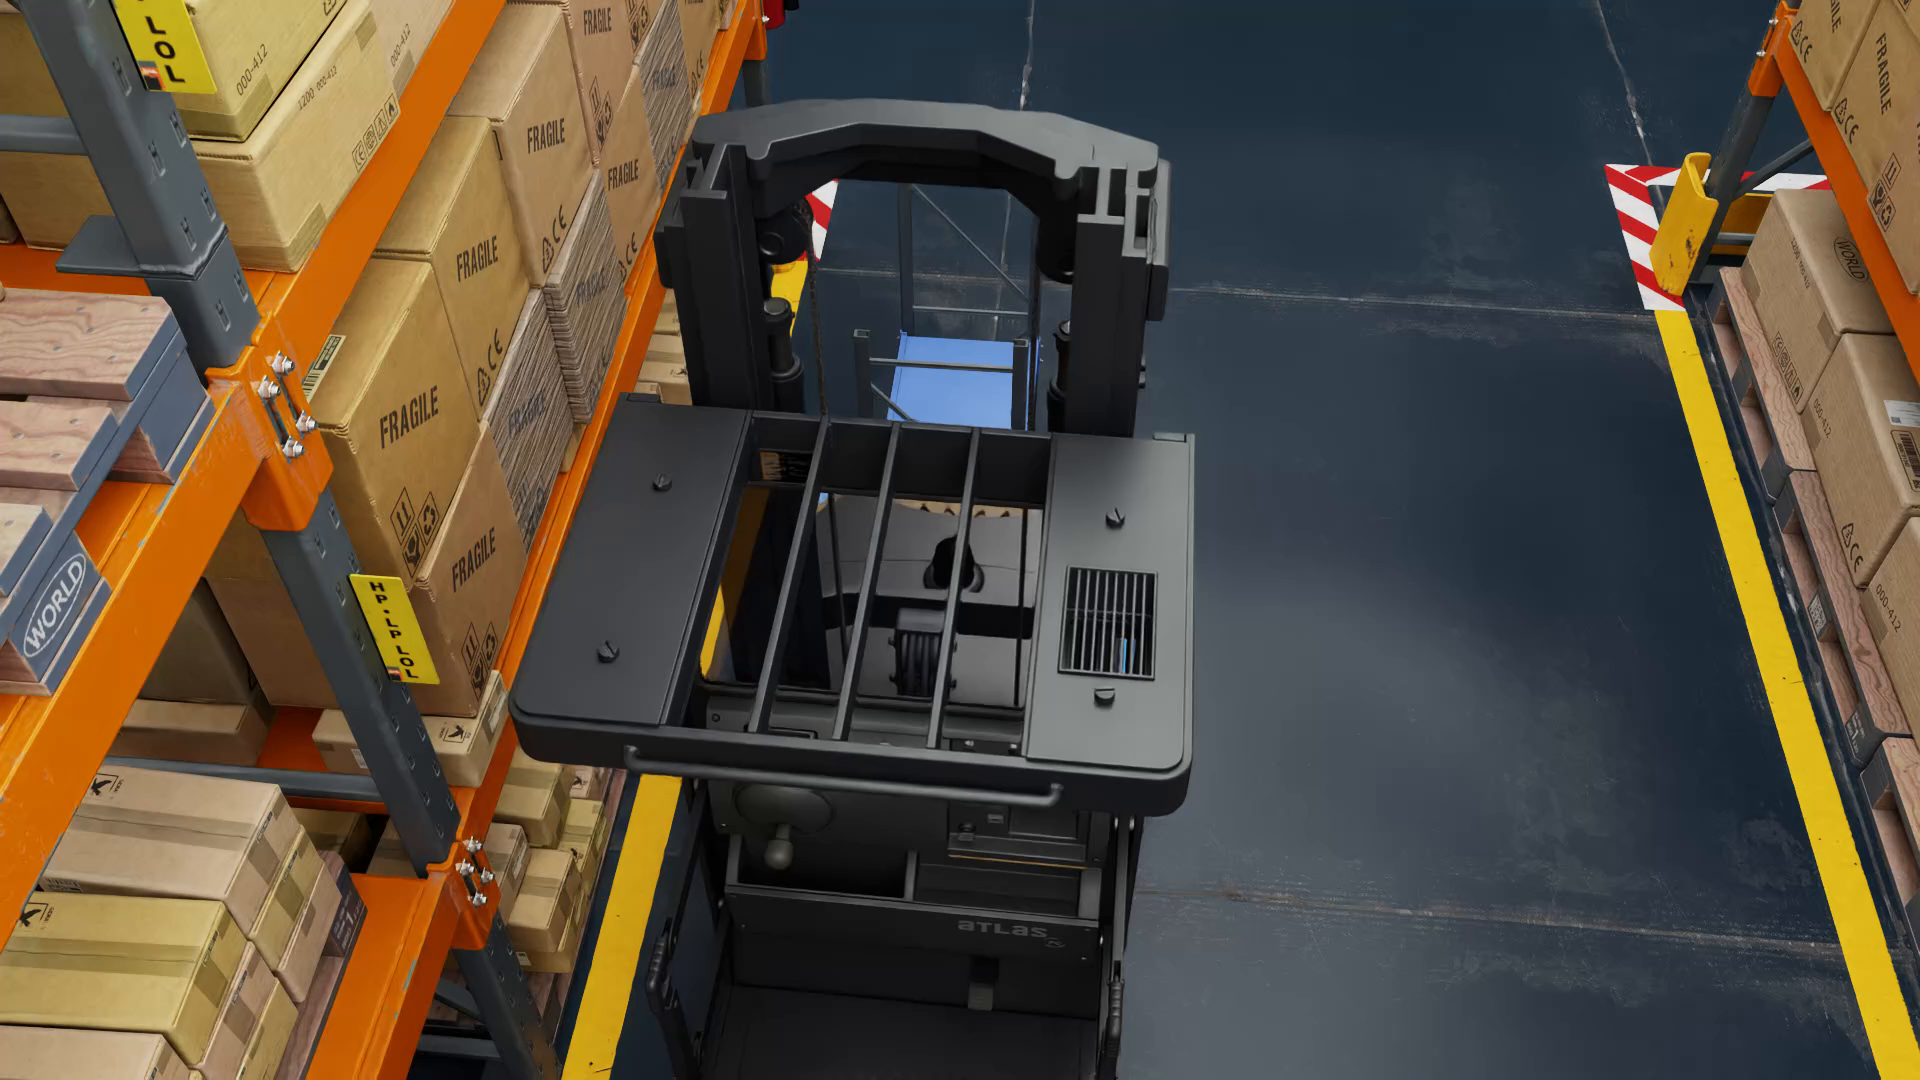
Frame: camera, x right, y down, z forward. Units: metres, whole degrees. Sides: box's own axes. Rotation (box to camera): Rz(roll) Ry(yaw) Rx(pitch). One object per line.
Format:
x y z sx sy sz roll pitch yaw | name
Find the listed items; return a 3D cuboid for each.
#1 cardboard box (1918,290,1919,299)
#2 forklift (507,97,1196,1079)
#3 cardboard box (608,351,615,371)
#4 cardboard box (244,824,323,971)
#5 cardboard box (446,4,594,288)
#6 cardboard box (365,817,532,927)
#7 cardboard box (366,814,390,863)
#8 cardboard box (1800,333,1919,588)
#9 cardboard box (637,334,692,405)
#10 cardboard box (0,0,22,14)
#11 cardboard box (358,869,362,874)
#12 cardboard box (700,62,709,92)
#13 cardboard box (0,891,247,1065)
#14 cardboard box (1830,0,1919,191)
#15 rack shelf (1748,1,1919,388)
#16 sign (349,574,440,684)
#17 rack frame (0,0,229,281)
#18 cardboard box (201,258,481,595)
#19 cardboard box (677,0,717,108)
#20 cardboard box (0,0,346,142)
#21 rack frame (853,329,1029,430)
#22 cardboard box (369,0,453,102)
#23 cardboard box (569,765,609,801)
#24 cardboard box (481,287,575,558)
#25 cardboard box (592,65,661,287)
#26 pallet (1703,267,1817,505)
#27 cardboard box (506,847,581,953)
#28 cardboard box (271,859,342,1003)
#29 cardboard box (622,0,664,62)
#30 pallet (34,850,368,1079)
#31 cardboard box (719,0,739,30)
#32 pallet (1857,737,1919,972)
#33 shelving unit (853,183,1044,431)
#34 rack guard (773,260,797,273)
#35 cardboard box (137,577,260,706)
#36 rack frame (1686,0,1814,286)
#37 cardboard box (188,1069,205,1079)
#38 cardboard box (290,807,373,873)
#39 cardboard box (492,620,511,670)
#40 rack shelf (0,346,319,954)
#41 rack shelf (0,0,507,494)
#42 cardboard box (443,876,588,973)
3.201 -0.730 4.817 0.500 0.500 0.500 5 48 5 | cardboard box
-0.136 0.680 3.641 1.130 2.935 3.031 5 48 4 | forklift
-1.238 -0.537 4.879 0.380 0.149 0.250 6 48 5 | cardboard box
-1.501 0.684 3.276 0.380 0.149 0.250 5 48 5 | cardboard box
-1.269 -1.002 4.186 0.500 0.500 0.500 5 48 4 | cardboard box
-1.424 0.916 4.624 0.380 0.149 0.250 6 48 5 | cardboard box
-1.858 0.859 5.079 0.380 0.149 0.250 5 48 5 | cardboard box
3.606 -0.258 5.905 0.875 0.438 0.875 5 48 5 | cardboard box
-1.126 -0.612 6.021 0.380 0.149 0.250 5 48 5 | cardboard box
-1.394 -0.927 2.525 0.380 0.149 0.250 3 48 3 | cardboard box
-1.949 1.002 4.746 0.380 0.149 0.250 5 48 4 | cardboard box
-1.113 -1.695 5.938 0.380 0.149 0.250 3 48 3 | cardboard box
-1.527 0.783 2.983 0.380 0.149 0.250 3 48 2 | cardboard box
3.294 -1.472 5.496 0.500 0.500 0.500 3 48 3 | cardboard box
3.460 -0.433 5.101 1.077 0.370 4.000 4 48 4 | rack shelf
-1.108 0.179 3.269 0.100 0.325 0.005 4 48 4 | sign
-1.661 -1.489 1.514 1.000 3.000 0.127 4 48 4 | rack frame
-1.377 -0.251 3.500 0.500 0.500 0.500 5 48 4 | cardboard box
-1.133 -1.813 5.606 0.500 0.500 0.500 3 48 3 | cardboard box
-1.378 -0.933 2.800 0.500 0.250 0.500 5 48 5 | cardboard box
-0.054 -0.070 5.298 0.500 1.500 0.032 4 48 4 | rack frame
-1.320 -1.118 3.308 0.500 0.250 0.500 3 48 3 | cardboard box
-1.313 0.728 5.199 0.380 0.149 0.250 4 48 3 | cardboard box
-1.327 -0.310 4.231 0.500 0.500 0.500 4 48 4 | cardboard box
-1.226 -1.074 4.930 0.500 0.500 0.500 6 48 5 | cardboard box
3.647 -0.611 6.666 1.003 0.211 1.213 4 48 4 | pallet
-1.310 1.010 4.739 0.380 0.149 0.250 6 48 5 | cardboard box
-1.500 0.784 3.386 0.380 0.149 0.250 3 48 3 | cardboard box
-1.175 -1.768 4.887 0.500 0.500 0.500 6 48 5 | cardboard box
-1.876 1.152 3.294 1.003 0.211 1.213 4 48 4 | pallet
-1.045 -2.061 6.272 0.380 0.149 0.250 4 48 4 | cardboard box
3.425 1.182 5.026 1.003 0.211 1.213 4 48 4 | pallet
-0.008 -0.443 5.639 0.538 1.500 1.048 4 48 4 | shelving unit
-1.304 -1.505 7.287 1.175 0.500 0.348 4 48 4 | rack guard
-1.899 0.027 3.923 0.500 0.500 0.500 4 48 4 | cardboard box
3.642 -2.145 6.179 1.000 3.000 0.127 4 48 4 | rack frame
-1.549 1.059 2.932 0.380 0.149 0.250 6 48 5 | cardboard box
-1.888 0.876 4.660 0.380 0.149 0.250 5 48 5 | cardboard box
-1.360 0.239 4.169 0.380 0.149 0.250 5 48 5 | cardboard box
-1.844 1.235 1.542 1.077 0.370 4.000 4 48 4 | rack shelf
-1.479 -1.704 4.230 1.077 0.370 4.000 4 48 4 | rack shelf
-1.308 1.110 4.850 0.380 0.149 0.250 2 48 2 | cardboard box
